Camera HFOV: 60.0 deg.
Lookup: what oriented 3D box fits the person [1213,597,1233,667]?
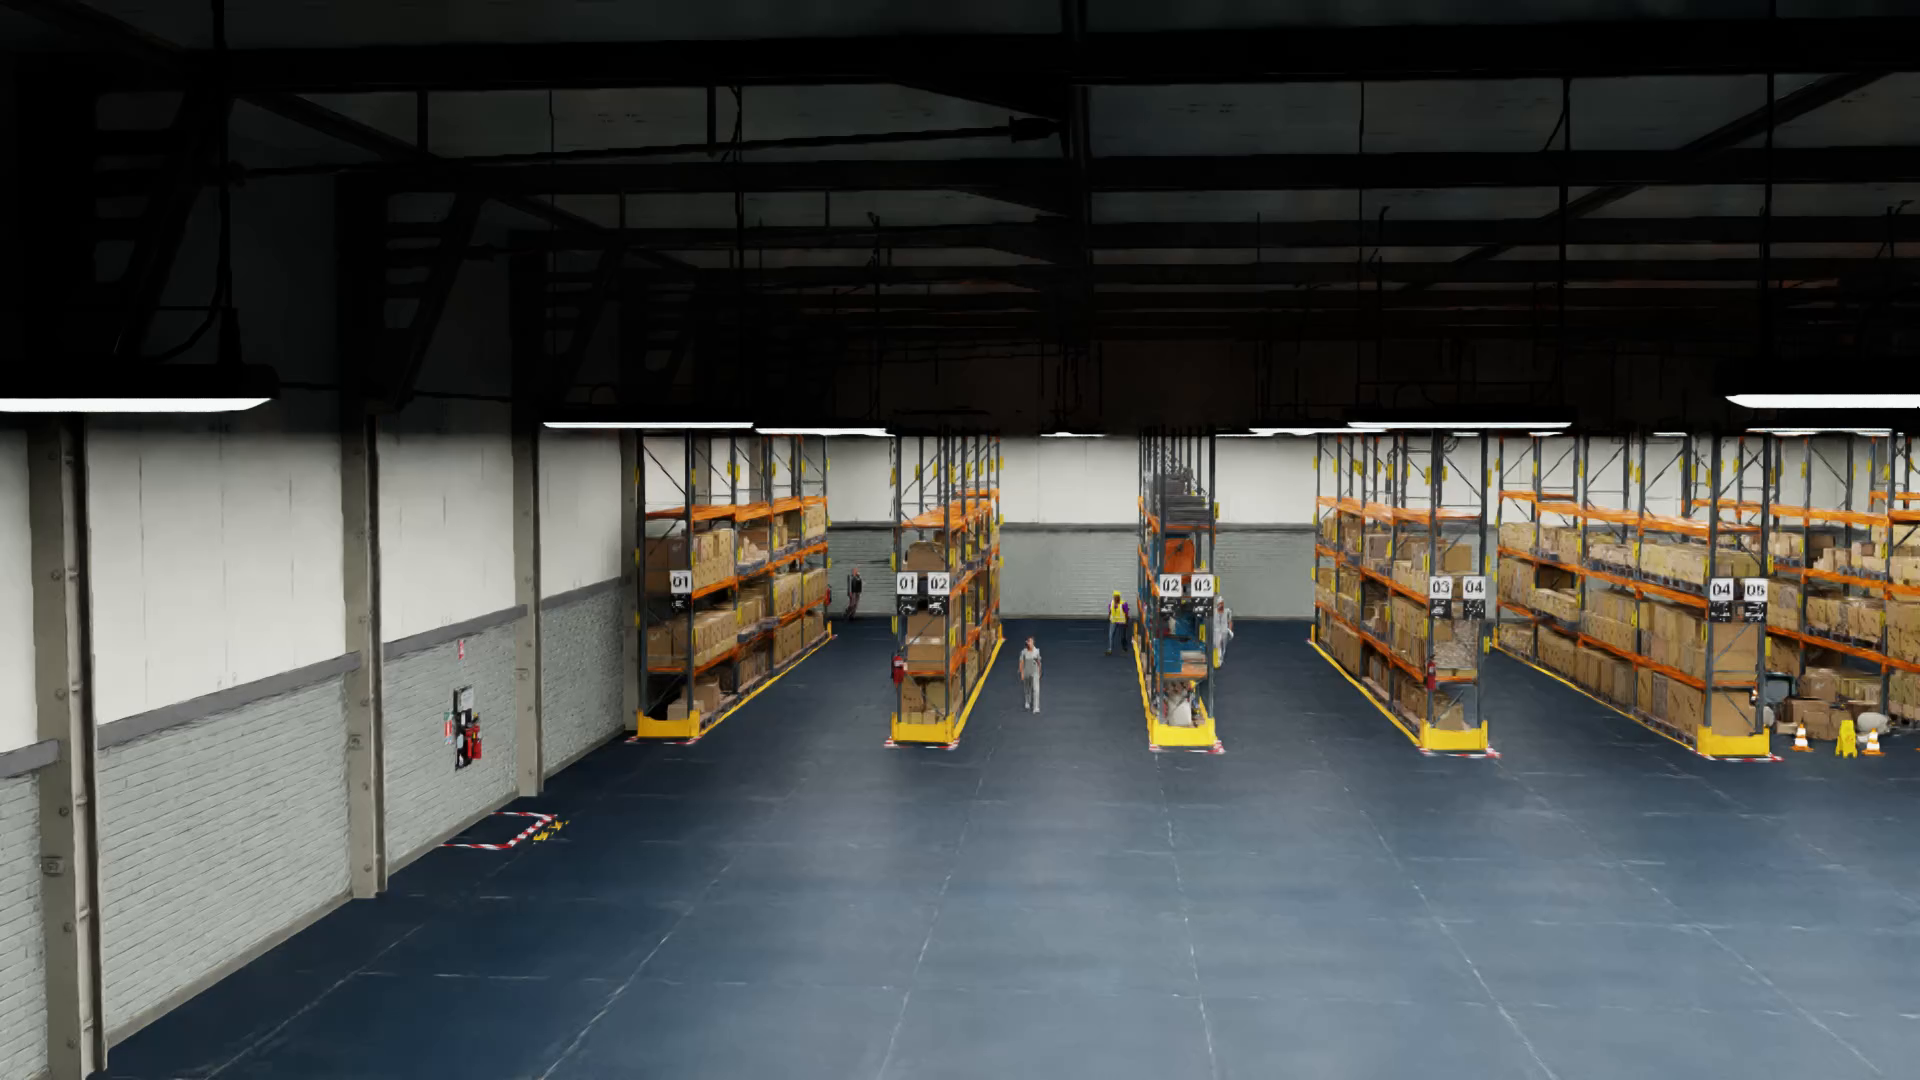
[{"bbox_3d":[6.589,2.304,41.917,0.567,1.736,1.044,0,3,4],"label":"person"}]

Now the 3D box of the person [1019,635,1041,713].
[{"bbox_3d":[1.467,2.785,34.829,0.449,1.586,1.099,0,3,3],"label":"person"}]

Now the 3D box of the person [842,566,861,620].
[{"bbox_3d":[-3.400,1.671,52.367,0.469,1.713,0.694,3,4,37],"label":"person"}]

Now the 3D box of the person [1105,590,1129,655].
[{"bbox_3d":[4.214,2.178,44.207,0.580,1.734,0.954,1,4,23],"label":"person"}]
